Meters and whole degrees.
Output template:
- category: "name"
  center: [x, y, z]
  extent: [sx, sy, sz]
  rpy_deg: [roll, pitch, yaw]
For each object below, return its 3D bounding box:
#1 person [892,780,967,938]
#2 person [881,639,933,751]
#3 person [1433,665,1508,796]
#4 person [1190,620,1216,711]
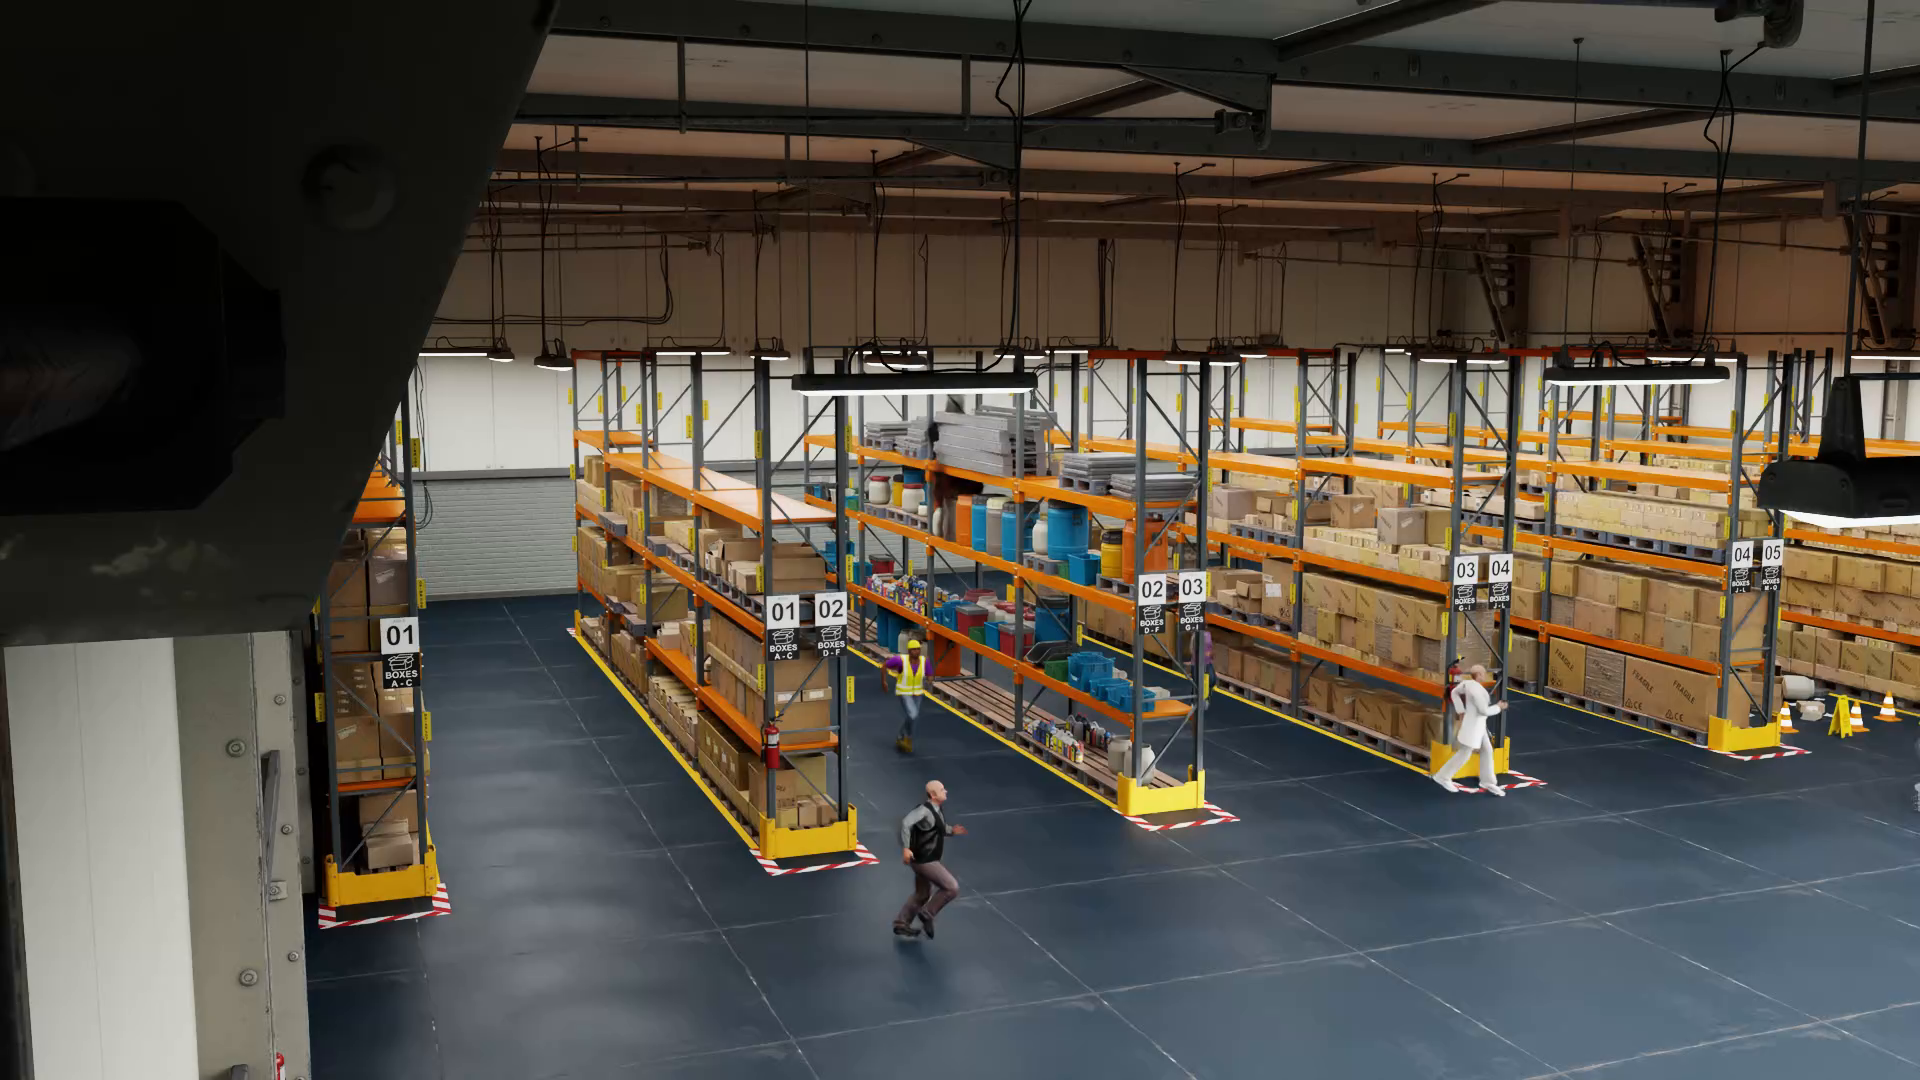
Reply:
- category: "person"
  center: [-0.323, 3.329, 17.315]
  extent: [0.782, 1.673, 0.688]
  rpy_deg: [1, 7, 10]
- category: "person"
  center: [-0.758, 2.338, 25.101]
  extent: [0.740, 1.711, 0.782]
  rpy_deg: [-4, 8, -26]
- category: "person"
  center: [7.000, 2.604, 22.777]
  extent: [0.977, 1.822, 0.680]
  rpy_deg: [1, 7, 11]
- category: "person"
  center: [4.068, 2.084, 27.797]
  extent: [0.512, 1.570, 0.636]
  rpy_deg: [-2, 7, -18]
